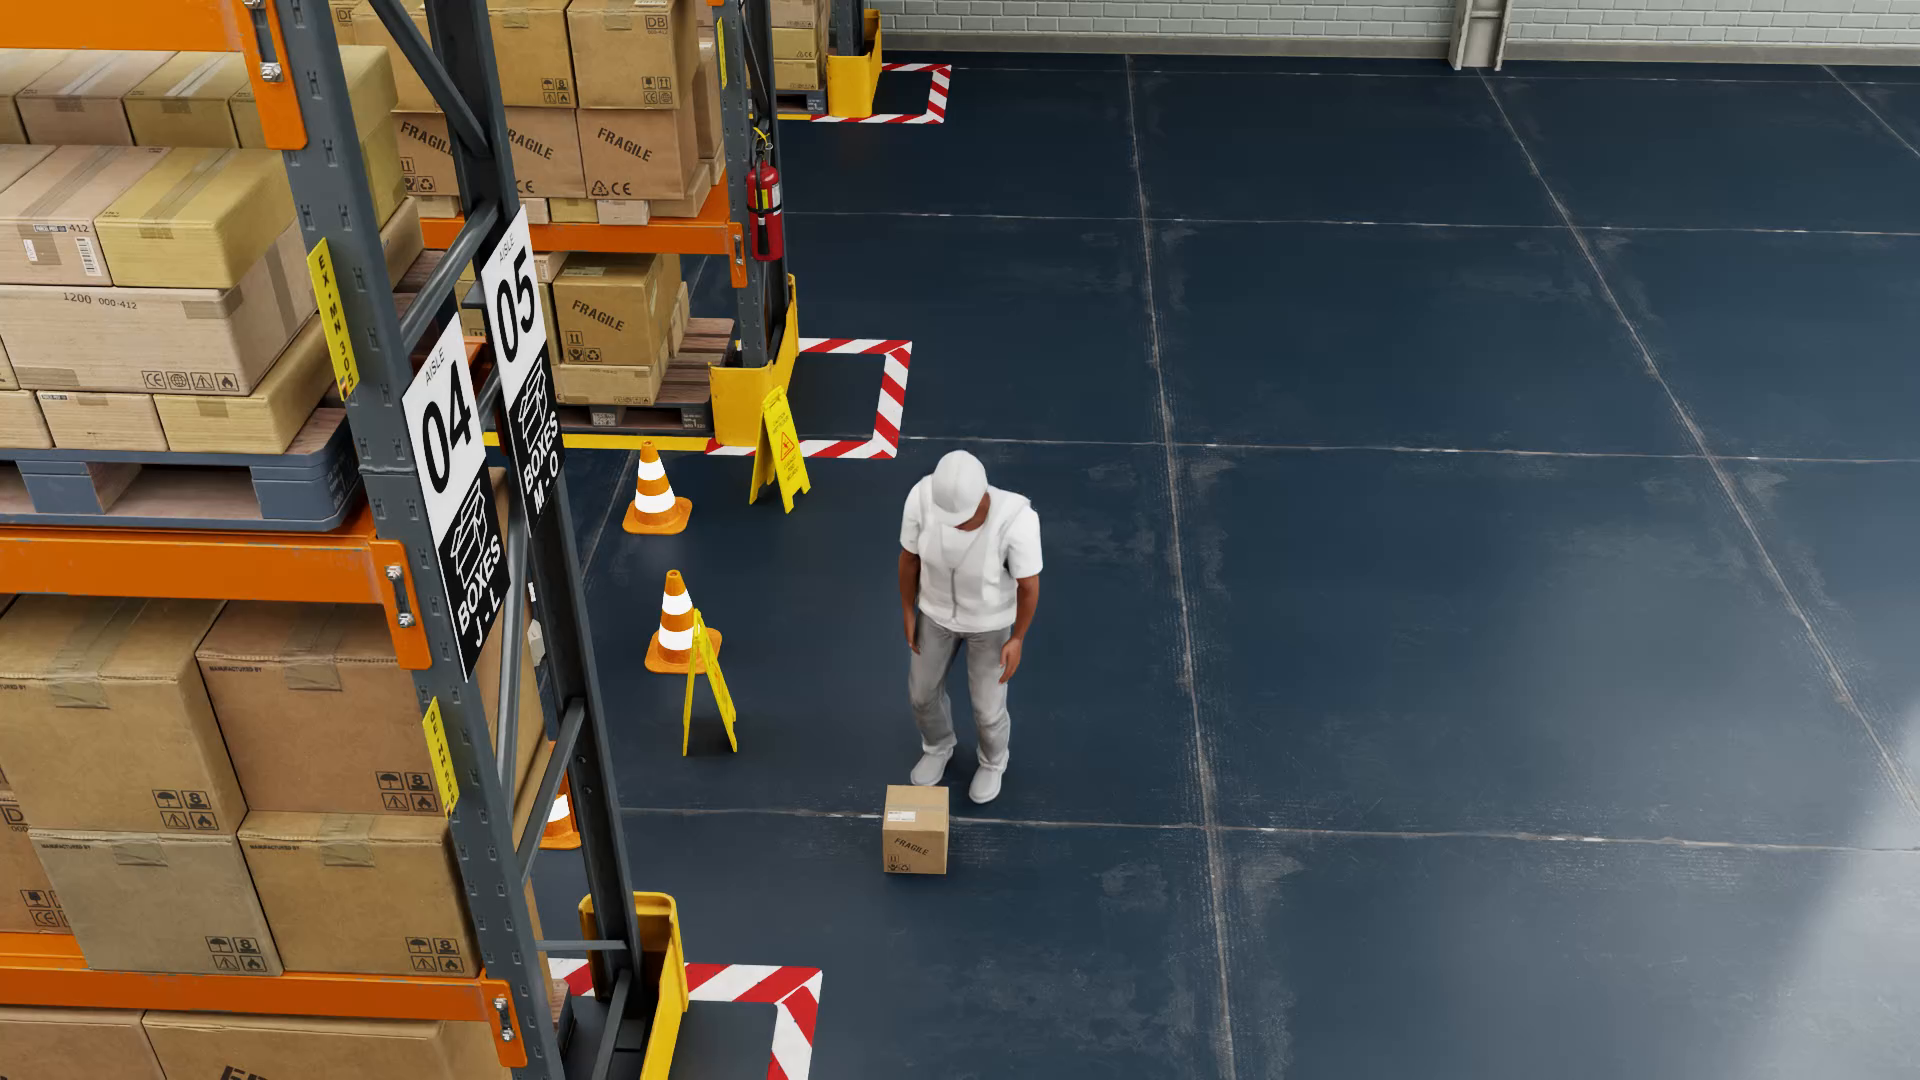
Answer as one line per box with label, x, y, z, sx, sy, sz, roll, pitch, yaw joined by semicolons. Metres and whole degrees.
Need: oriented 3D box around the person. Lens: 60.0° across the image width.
person;0.029;0.330;6.687;0.595;1.707;0.472;13;38;18
